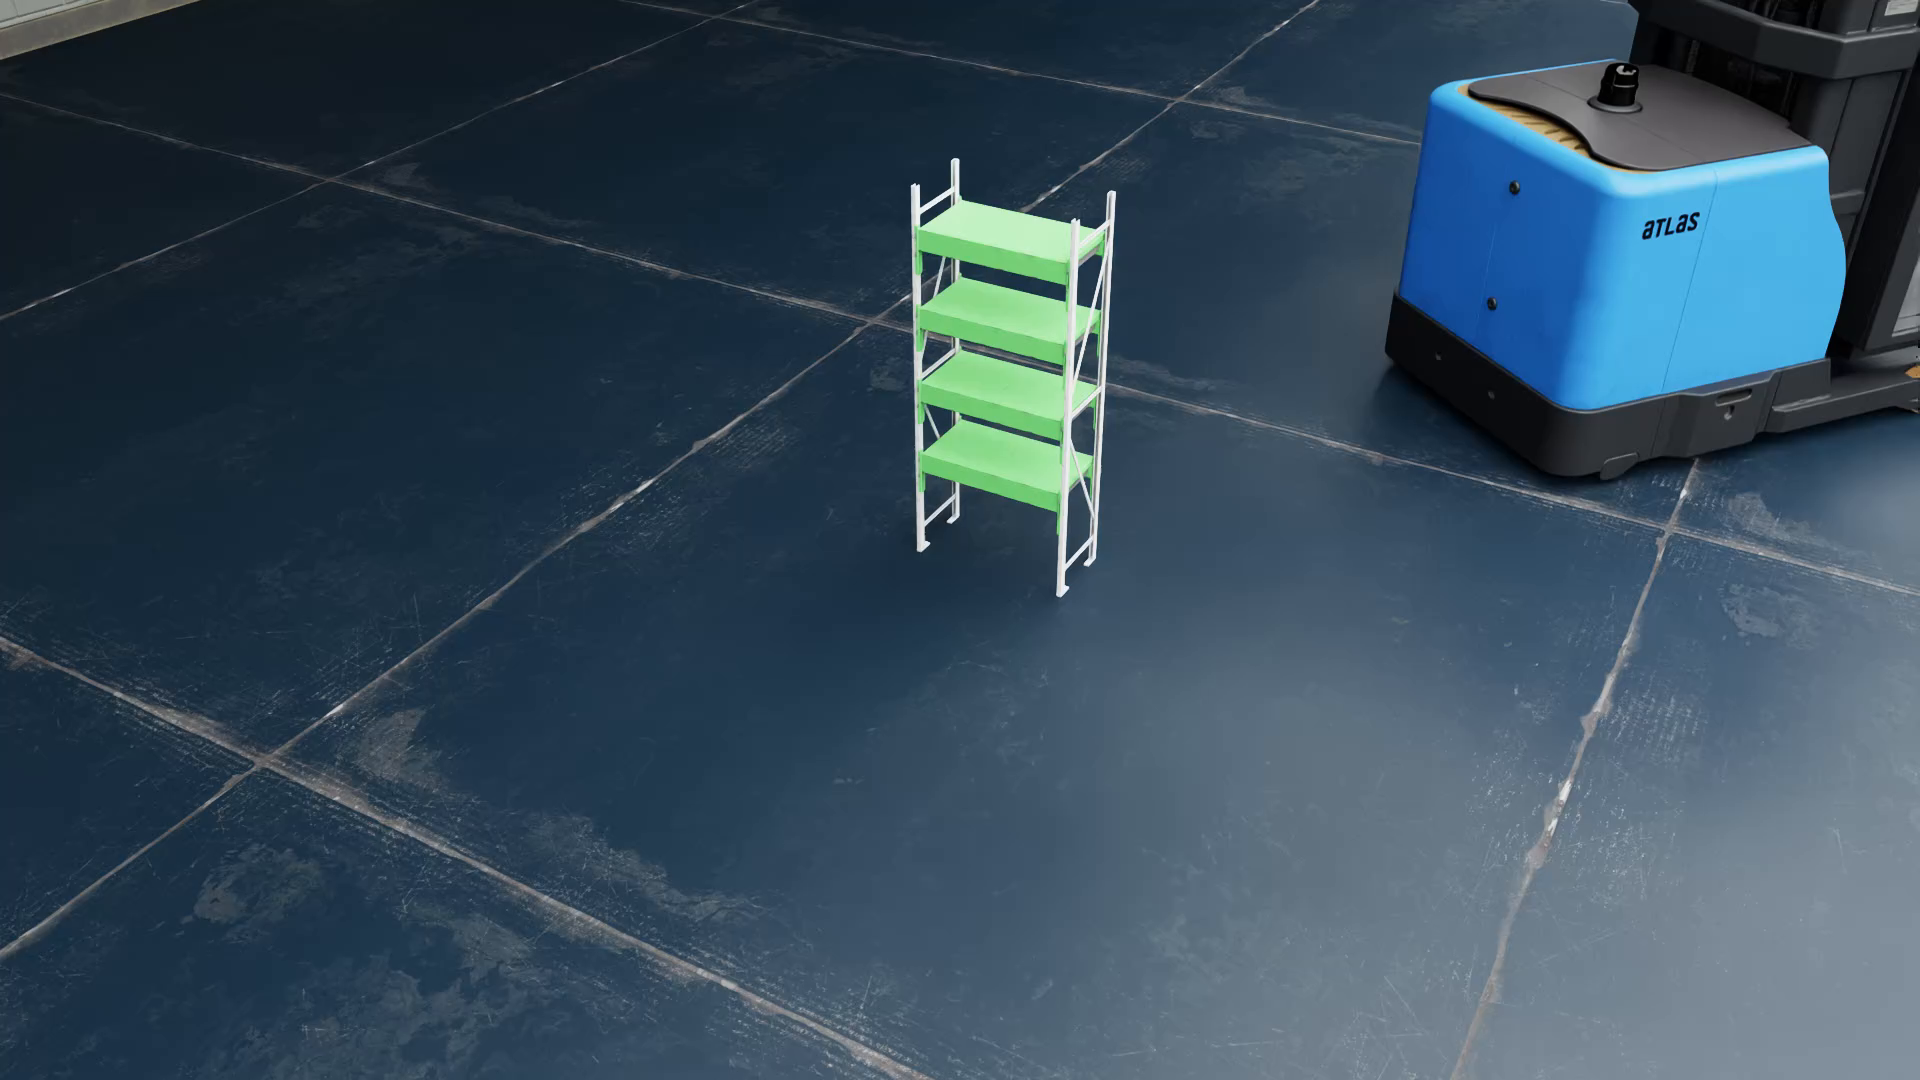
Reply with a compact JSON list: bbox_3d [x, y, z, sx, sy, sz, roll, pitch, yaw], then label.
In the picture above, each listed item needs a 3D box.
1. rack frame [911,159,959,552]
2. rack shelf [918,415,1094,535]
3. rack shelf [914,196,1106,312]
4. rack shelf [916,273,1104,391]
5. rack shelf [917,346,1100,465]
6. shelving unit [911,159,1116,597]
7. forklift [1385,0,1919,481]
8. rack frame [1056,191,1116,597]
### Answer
[{"bbox_3d":[-0.068,-0.521,4.950,0.015,1.200,0.240,18,37,24],"label":"rack frame"},{"bbox_3d":[0.144,-0.201,5.018,0.480,0.148,0.258,18,37,24],"label":"rack shelf"},{"bbox_3d":[0.144,-0.800,4.618,0.480,0.148,0.258,18,37,24],"label":"rack shelf"},{"bbox_3d":[0.144,-0.600,4.751,0.480,0.148,0.258,18,37,24],"label":"rack shelf"},{"bbox_3d":[0.144,-0.401,4.884,0.480,0.148,0.258,18,37,24],"label":"rack shelf"},{"bbox_3d":[0.144,-0.454,4.849,0.503,1.200,0.258,18,37,24],"label":"shelving unit"},{"bbox_3d":[3.145,-1.931,5.506,3.031,2.935,1.130,-13,36,-18],"label":"forklift"},{"bbox_3d":[0.356,-0.387,4.748,0.015,1.200,0.240,18,37,24],"label":"rack frame"}]
